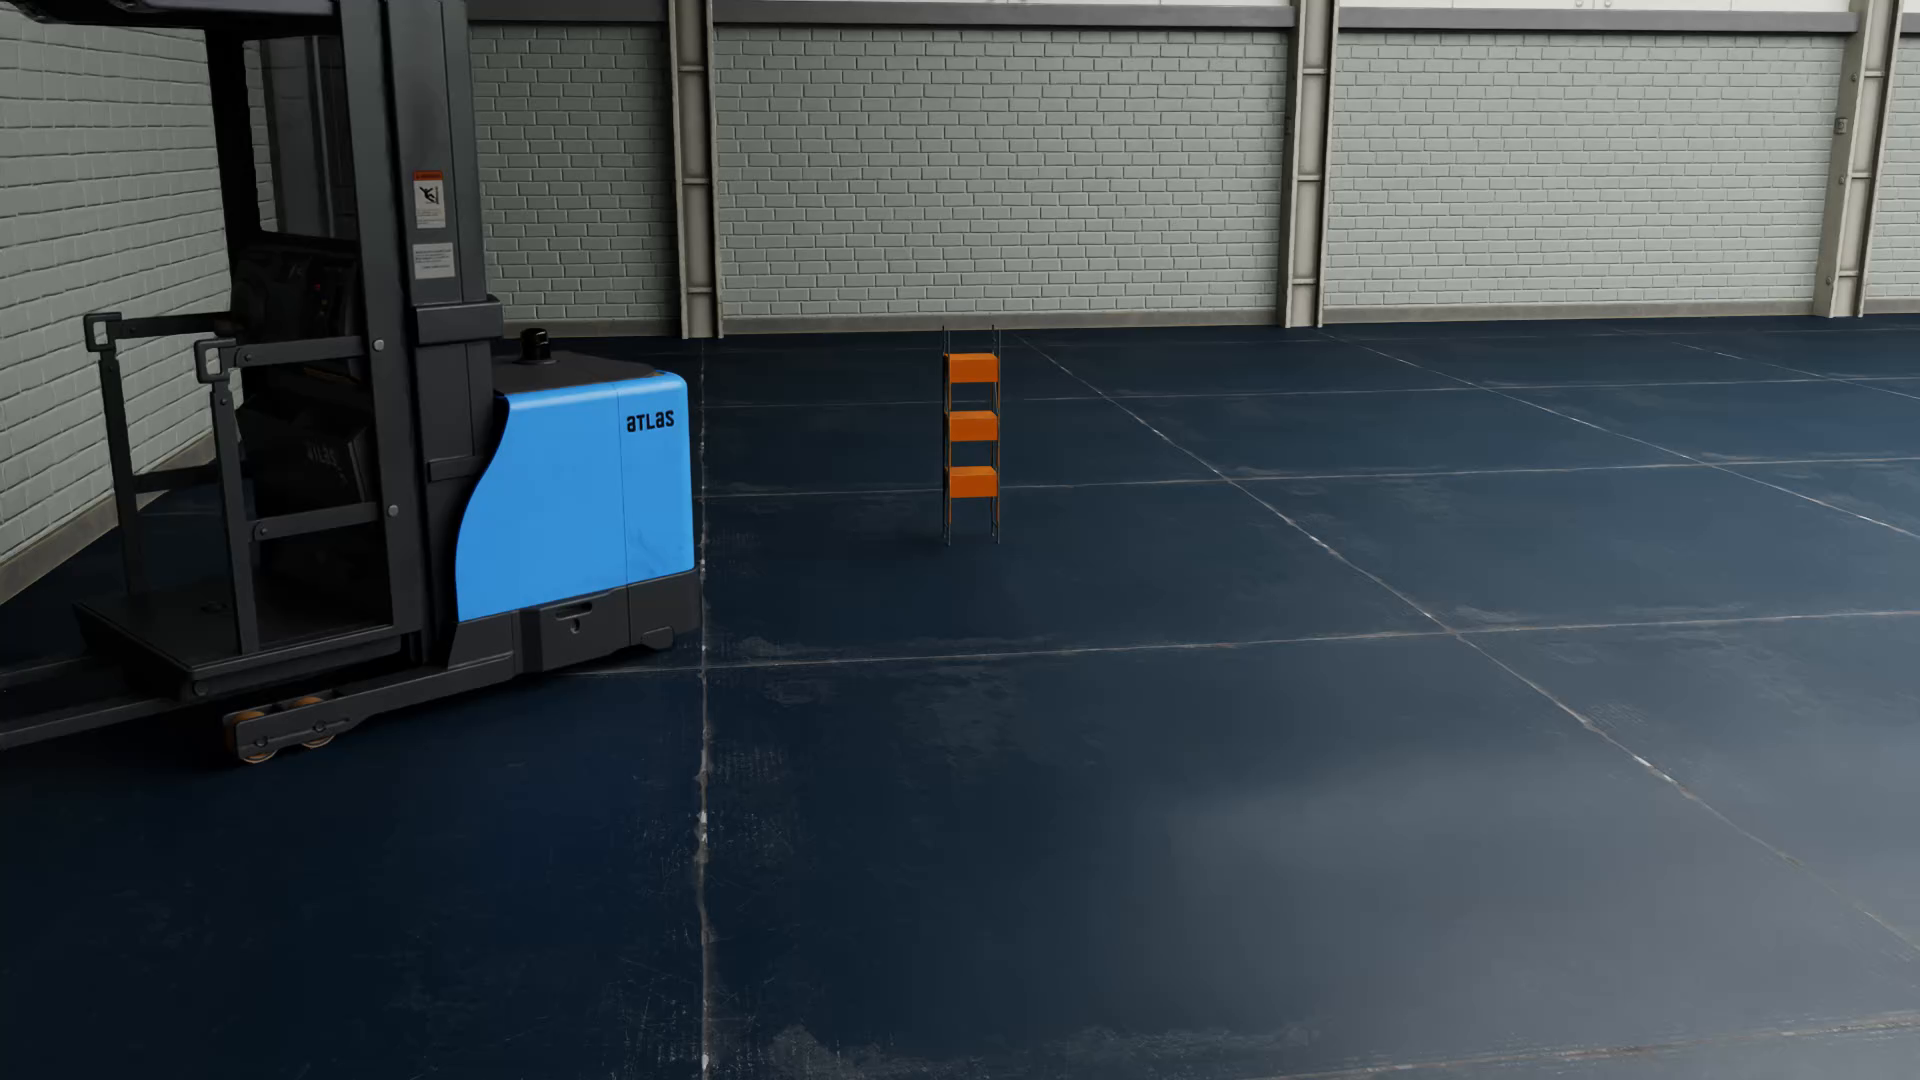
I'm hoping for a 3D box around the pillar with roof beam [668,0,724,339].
[{"bbox_3d":[-1.844,-5.295,10.836,0.400,9.000,9.100,-2,14,-8],"label":"pillar with roof beam"}]

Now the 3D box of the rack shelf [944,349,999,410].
[{"bbox_3d":[0.053,-0.776,8.035,0.240,0.259,0.215,-2,14,-8],"label":"rack shelf"}]

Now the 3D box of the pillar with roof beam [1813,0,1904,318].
[{"bbox_3d":[10.022,-5.730,12.570,0.400,9.000,9.100,-2,14,-8],"label":"pillar with roof beam"}]

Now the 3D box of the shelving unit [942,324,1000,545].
[{"bbox_3d":[0.053,-0.511,8.102,0.252,1.050,0.215,-2,14,-8],"label":"shelving unit"}]

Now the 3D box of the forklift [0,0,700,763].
[{"bbox_3d":[-2.429,-0.844,5.562,3.031,2.935,1.130,-14,19,-43],"label":"forklift"}]

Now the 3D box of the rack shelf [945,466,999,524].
[{"bbox_3d":[0.053,-0.231,8.172,0.240,0.259,0.215,-2,14,-8],"label":"rack shelf"}]

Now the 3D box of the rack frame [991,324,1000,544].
[{"bbox_3d":[0.174,-0.516,8.119,0.008,1.050,0.200,-2,14,-8],"label":"rack frame"}]

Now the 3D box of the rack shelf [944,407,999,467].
[{"bbox_3d":[0.053,-0.501,8.104,0.240,0.259,0.215,-2,14,-8],"label":"rack shelf"}]

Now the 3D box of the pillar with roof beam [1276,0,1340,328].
[{"bbox_3d":[4.089,-5.512,11.703,0.400,9.000,9.100,-2,14,-8],"label":"pillar with roof beam"}]

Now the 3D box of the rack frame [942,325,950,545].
[{"bbox_3d":[-0.068,-0.507,8.084,0.008,1.050,0.200,-2,14,-8],"label":"rack frame"}]
